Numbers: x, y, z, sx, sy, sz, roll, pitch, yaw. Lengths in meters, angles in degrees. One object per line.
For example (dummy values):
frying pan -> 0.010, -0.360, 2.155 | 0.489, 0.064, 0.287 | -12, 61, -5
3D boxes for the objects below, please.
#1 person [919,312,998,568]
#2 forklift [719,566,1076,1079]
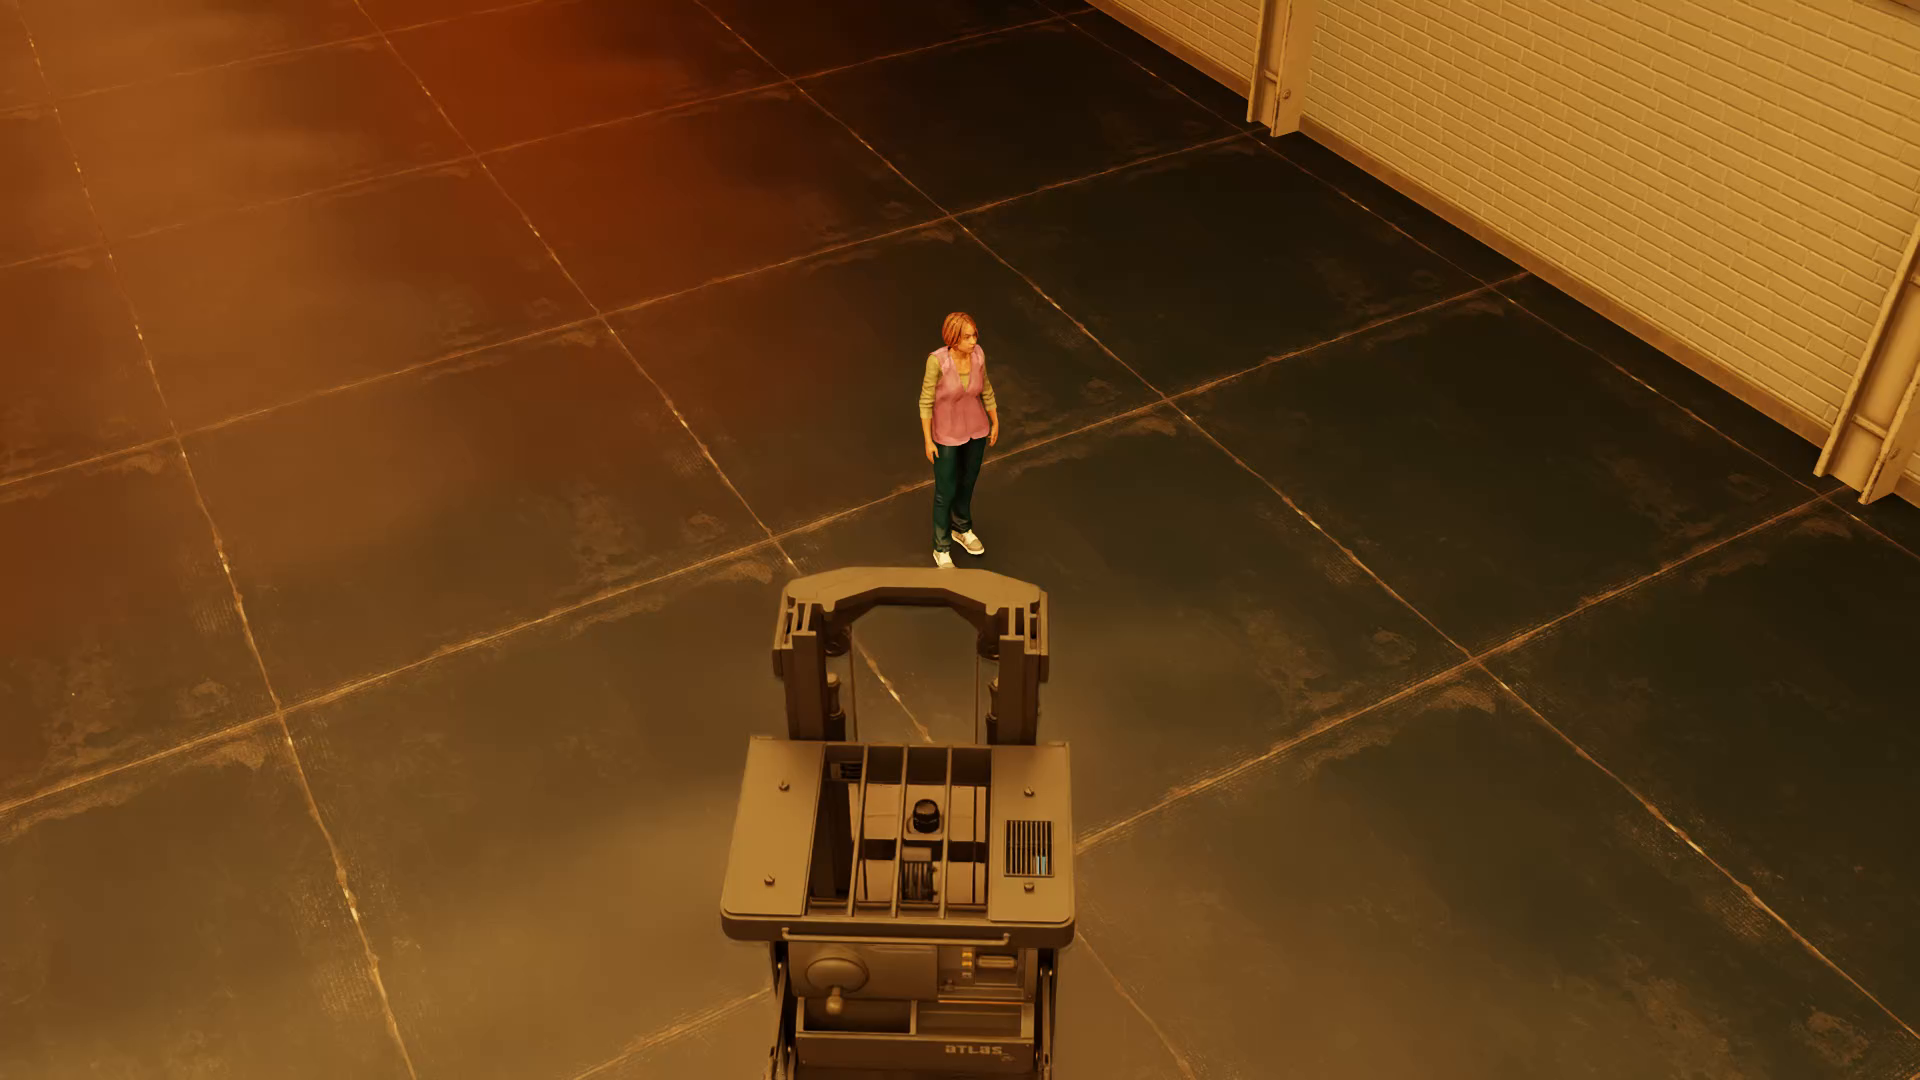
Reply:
person -> 0.025, -0.574, 9.762 | 0.520, 1.599, 0.472 | -20, 44, -23
forklift -> -0.179, 1.654, 6.042 | 1.130, 2.935, 3.031 | 1, 40, 1
